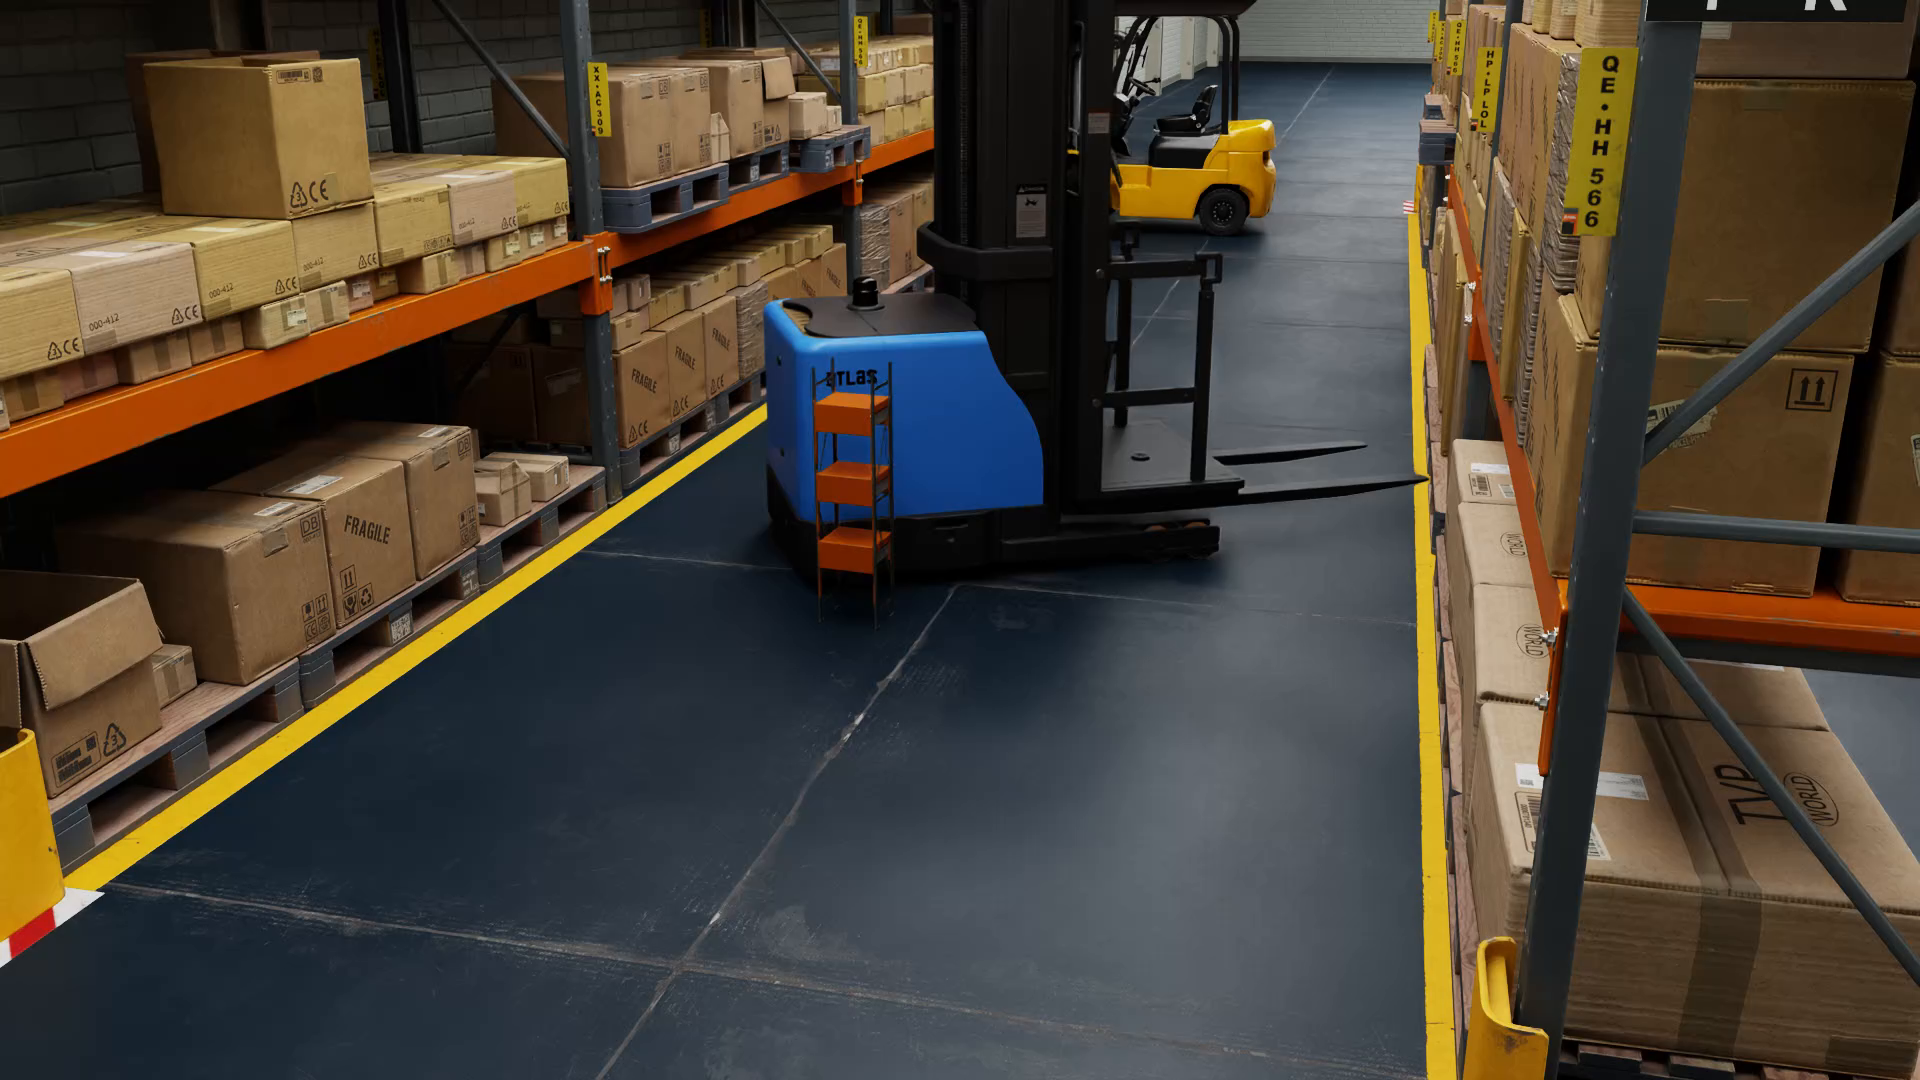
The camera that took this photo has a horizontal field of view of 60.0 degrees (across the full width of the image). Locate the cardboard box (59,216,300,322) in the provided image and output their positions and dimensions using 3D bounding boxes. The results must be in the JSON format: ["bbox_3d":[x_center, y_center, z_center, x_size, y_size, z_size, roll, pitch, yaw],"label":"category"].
[{"bbox_3d":[-2.539,-0.895,5.438,0.500,0.250,0.500,4,19,12],"label":"cardboard box"}]

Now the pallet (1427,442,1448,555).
[{"bbox_3d":[2.752,-0.178,7.881,1.003,0.211,1.213,5,19,13],"label":"pallet"}]

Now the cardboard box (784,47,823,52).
[{"bbox_3d":[-1.247,-3.616,12.475,0.380,0.149,0.250,4,19,12],"label":"cardboard box"}]

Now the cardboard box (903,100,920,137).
[{"bbox_3d":[-0.608,-3.262,12.830,0.500,0.250,0.500,4,19,12],"label":"cardboard box"}]

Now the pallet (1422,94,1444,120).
[{"bbox_3d":[4.263,-3.438,13.410,1.003,0.211,1.213,5,19,13],"label":"pallet"}]

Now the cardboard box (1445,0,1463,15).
[{"bbox_3d":[4.133,-4.331,13.459,0.380,0.149,0.250,5,19,13],"label":"cardboard box"}]

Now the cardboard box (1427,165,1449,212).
[{"bbox_3d":[4.476,-3.216,14.907,0.500,0.500,0.500,4,19,13],"label":"cardboard box"}]

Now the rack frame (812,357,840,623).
[{"bbox_3d":[-0.532,-0.194,6.630,0.008,1.050,0.200,7,20,18],"label":"rack frame"}]

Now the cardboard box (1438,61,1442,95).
[{"bbox_3d":[4.578,-4.266,14.921,0.500,0.500,0.500,5,20,15],"label":"cardboard box"}]

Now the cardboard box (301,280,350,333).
[{"bbox_3d":[-2.401,-0.833,5.875,0.380,0.149,0.250,5,20,15],"label":"cardboard box"}]

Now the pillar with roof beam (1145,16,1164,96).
[{"bbox_3d":[8.283,-13.395,32.983,9.100,9.000,0.400,5,19,13],"label":"pillar with roof beam"}]

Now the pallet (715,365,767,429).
[{"bbox_3d":[-1.719,-0.962,10.178,1.003,0.211,1.213,5,19,13],"label":"pallet"}]

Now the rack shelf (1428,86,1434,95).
[{"bbox_3d":[5.080,-4.043,15.998,1.077,0.370,4.000,5,19,13],"label":"rack shelf"}]

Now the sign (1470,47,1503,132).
[{"bbox_3d":[2.108,-1.800,6.647,0.100,0.325,0.005,5,19,13],"label":"sign"}]

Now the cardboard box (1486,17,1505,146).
[{"bbox_3d":[2.502,-1.930,6.995,0.500,0.500,0.500,5,20,15],"label":"cardboard box"}]

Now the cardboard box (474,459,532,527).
[{"bbox_3d":[-2.116,-0.236,7.317,0.396,0.266,0.258,5,20,15],"label":"cardboard box"}]

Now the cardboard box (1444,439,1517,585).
[{"bbox_3d":[2.379,-0.047,6.500,0.875,0.438,0.875,4,19,13],"label":"cardboard box"}]

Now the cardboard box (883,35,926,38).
[{"bbox_3d":[-0.517,-4.409,14.797,0.380,0.149,0.250,4,19,12],"label":"cardboard box"}]

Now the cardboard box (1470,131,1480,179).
[{"bbox_3d":[2.744,-1.893,8.046,0.500,0.250,0.500,5,20,15],"label":"cardboard box"}]

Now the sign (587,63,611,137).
[{"bbox_3d":[-1.650,-2.010,7.591,0.100,0.325,0.005,5,19,13],"label":"sign"}]

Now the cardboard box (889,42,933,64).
[{"bbox_3d":[-0.364,-3.885,13.264,0.380,0.149,0.250,4,19,12],"label":"cardboard box"}]

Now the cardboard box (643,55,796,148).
[{"bbox_3d":[-1.420,-2.615,9.895,0.797,0.503,0.637,4,19,12],"label":"cardboard box"}]

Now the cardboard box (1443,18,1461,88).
[{"bbox_3d":[3.828,-3.547,12.166,0.500,0.500,0.500,4,19,11],"label":"cardboard box"}]

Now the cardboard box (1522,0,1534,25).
[{"bbox_3d":[2.308,-1.999,6.193,0.380,0.149,0.250,4,19,13],"label":"cardboard box"}]

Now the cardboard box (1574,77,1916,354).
[{"bbox_3d":[1.546,-0.686,3.354,0.500,0.500,0.500,5,20,15],"label":"cardboard box"}]

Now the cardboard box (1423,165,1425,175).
[{"bbox_3d":[5.098,-4.025,17.274,0.500,0.500,0.500,4,19,12],"label":"cardboard box"}]

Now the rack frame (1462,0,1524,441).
[{"bbox_3d":[2.637,-1.250,6.705,1.000,3.000,0.127,5,19,13],"label":"rack frame"}]

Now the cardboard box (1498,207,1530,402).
[{"bbox_3d":[1.887,-0.696,4.930,0.500,0.500,0.500,5,20,15],"label":"cardboard box"}]

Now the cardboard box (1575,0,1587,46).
[{"bbox_3d":[1.811,-1.356,4.311,0.380,0.149,0.250,5,20,15],"label":"cardboard box"}]

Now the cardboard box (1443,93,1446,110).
[{"bbox_3d":[3.804,-3.282,12.395,0.380,0.149,0.250,5,20,15],"label":"cardboard box"}]

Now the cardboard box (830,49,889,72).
[{"bbox_3d":[-0.735,-3.491,12.110,0.380,0.149,0.250,5,20,15],"label":"cardboard box"}]

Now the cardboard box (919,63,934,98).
[{"bbox_3d":[-0.486,-3.661,13.224,0.500,0.250,0.500,5,19,14],"label":"cardboard box"}]

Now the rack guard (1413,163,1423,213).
[{"bbox_3d":[5.550,-3.804,18.051,1.175,0.500,0.348,5,19,13],"label":"rack guard"}]

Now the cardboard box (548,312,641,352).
[{"bbox_3d":[-1.832,-1.055,8.348,0.380,0.149,0.250,6,20,16],"label":"cardboard box"}]

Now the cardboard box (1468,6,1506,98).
[{"bbox_3d":[3.144,-2.732,9.345,0.500,0.500,0.500,5,19,14],"label":"cardboard box"}]

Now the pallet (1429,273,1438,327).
[{"bbox_3d":[4.106,-1.810,12.659,1.003,0.211,1.213,5,19,13],"label":"pallet"}]

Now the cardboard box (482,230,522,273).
[{"bbox_3d":[-2.093,-1.235,7.051,0.380,0.149,0.250,5,20,15],"label":"cardboard box"}]

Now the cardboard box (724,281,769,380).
[{"bbox_3d":[-1.462,-1.276,10.000,0.500,0.500,0.500,4,19,11],"label":"cardboard box"}]

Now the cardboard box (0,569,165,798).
[{"bbox_3d":[-2.914,0.412,5.054,0.797,0.503,0.637,4,19,11],"label":"cardboard box"}]

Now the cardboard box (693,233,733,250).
[{"bbox_3d":[-1.704,-1.913,10.860,0.380,0.149,0.250,5,19,14],"label":"cardboard box"}]

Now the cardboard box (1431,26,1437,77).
[{"bbox_3d":[5.184,-5.072,17.282,0.500,0.500,0.500,4,19,13],"label":"cardboard box"}]

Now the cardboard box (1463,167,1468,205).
[{"bbox_3d":[3.008,-1.972,9.054,0.500,0.250,0.500,5,20,15],"label":"cardboard box"}]

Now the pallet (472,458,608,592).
[{"bbox_3d":[-2.346,-0.105,7.670,1.003,0.211,1.213,5,19,13],"label":"pallet"}]

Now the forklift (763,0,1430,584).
[{"bbox_3d":[0.668,-1.444,7.380,3.031,2.935,1.130,-5,19,-14],"label":"forklift"}]

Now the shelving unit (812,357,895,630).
[{"bbox_3d":[-0.417,-0.180,6.592,0.252,1.050,0.215,7,20,18],"label":"shelving unit"}]

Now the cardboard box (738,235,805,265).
[{"bbox_3d":[-1.219,-1.875,10.750,0.380,0.149,0.250,4,19,12],"label":"cardboard box"}]

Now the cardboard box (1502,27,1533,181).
[{"bbox_3d":[2.156,-1.482,5.684,0.500,0.500,0.500,4,19,13],"label":"cardboard box"}]

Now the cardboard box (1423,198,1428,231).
[{"bbox_3d":[4.595,-3.029,15.518,0.500,0.250,0.500,4,19,12],"label":"cardboard box"}]

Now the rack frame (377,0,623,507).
[{"bbox_3d":[-2.178,-1.640,7.849,1.000,3.000,0.127,5,19,13],"label":"rack frame"}]

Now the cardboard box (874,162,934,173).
[{"bbox_3d":[-0.340,-3.058,15.025,0.875,0.625,0.625,6,20,16],"label":"cardboard box"}]

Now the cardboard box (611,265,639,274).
[{"bbox_3d":[-2.092,-1.510,9.683,0.380,0.149,0.250,5,19,14],"label":"cardboard box"}]

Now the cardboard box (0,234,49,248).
[{"bbox_3d":[-3.173,-0.783,5.111,0.500,0.250,0.500,5,19,14],"label":"cardboard box"}]

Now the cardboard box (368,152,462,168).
[{"bbox_3d":[-2.560,-1.576,7.434,0.500,0.250,0.500,4,19,13],"label":"cardboard box"}]

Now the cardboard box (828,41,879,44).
[{"bbox_3d":[-0.880,-4.013,13.639,0.380,0.149,0.250,5,19,13],"label":"cardboard box"}]

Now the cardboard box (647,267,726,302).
[{"bbox_3d":[-1.574,-1.469,9.561,0.380,0.149,0.250,5,20,15],"label":"cardboard box"}]

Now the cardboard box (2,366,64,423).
[{"bbox_3d":[-2.791,-0.432,4.702,0.380,0.149,0.250,5,20,15],"label":"cardboard box"}]

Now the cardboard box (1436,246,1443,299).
[{"bbox_3d":[3.934,-1.867,11.928,0.950,0.372,0.625,4,19,12],"label":"cardboard box"}]
